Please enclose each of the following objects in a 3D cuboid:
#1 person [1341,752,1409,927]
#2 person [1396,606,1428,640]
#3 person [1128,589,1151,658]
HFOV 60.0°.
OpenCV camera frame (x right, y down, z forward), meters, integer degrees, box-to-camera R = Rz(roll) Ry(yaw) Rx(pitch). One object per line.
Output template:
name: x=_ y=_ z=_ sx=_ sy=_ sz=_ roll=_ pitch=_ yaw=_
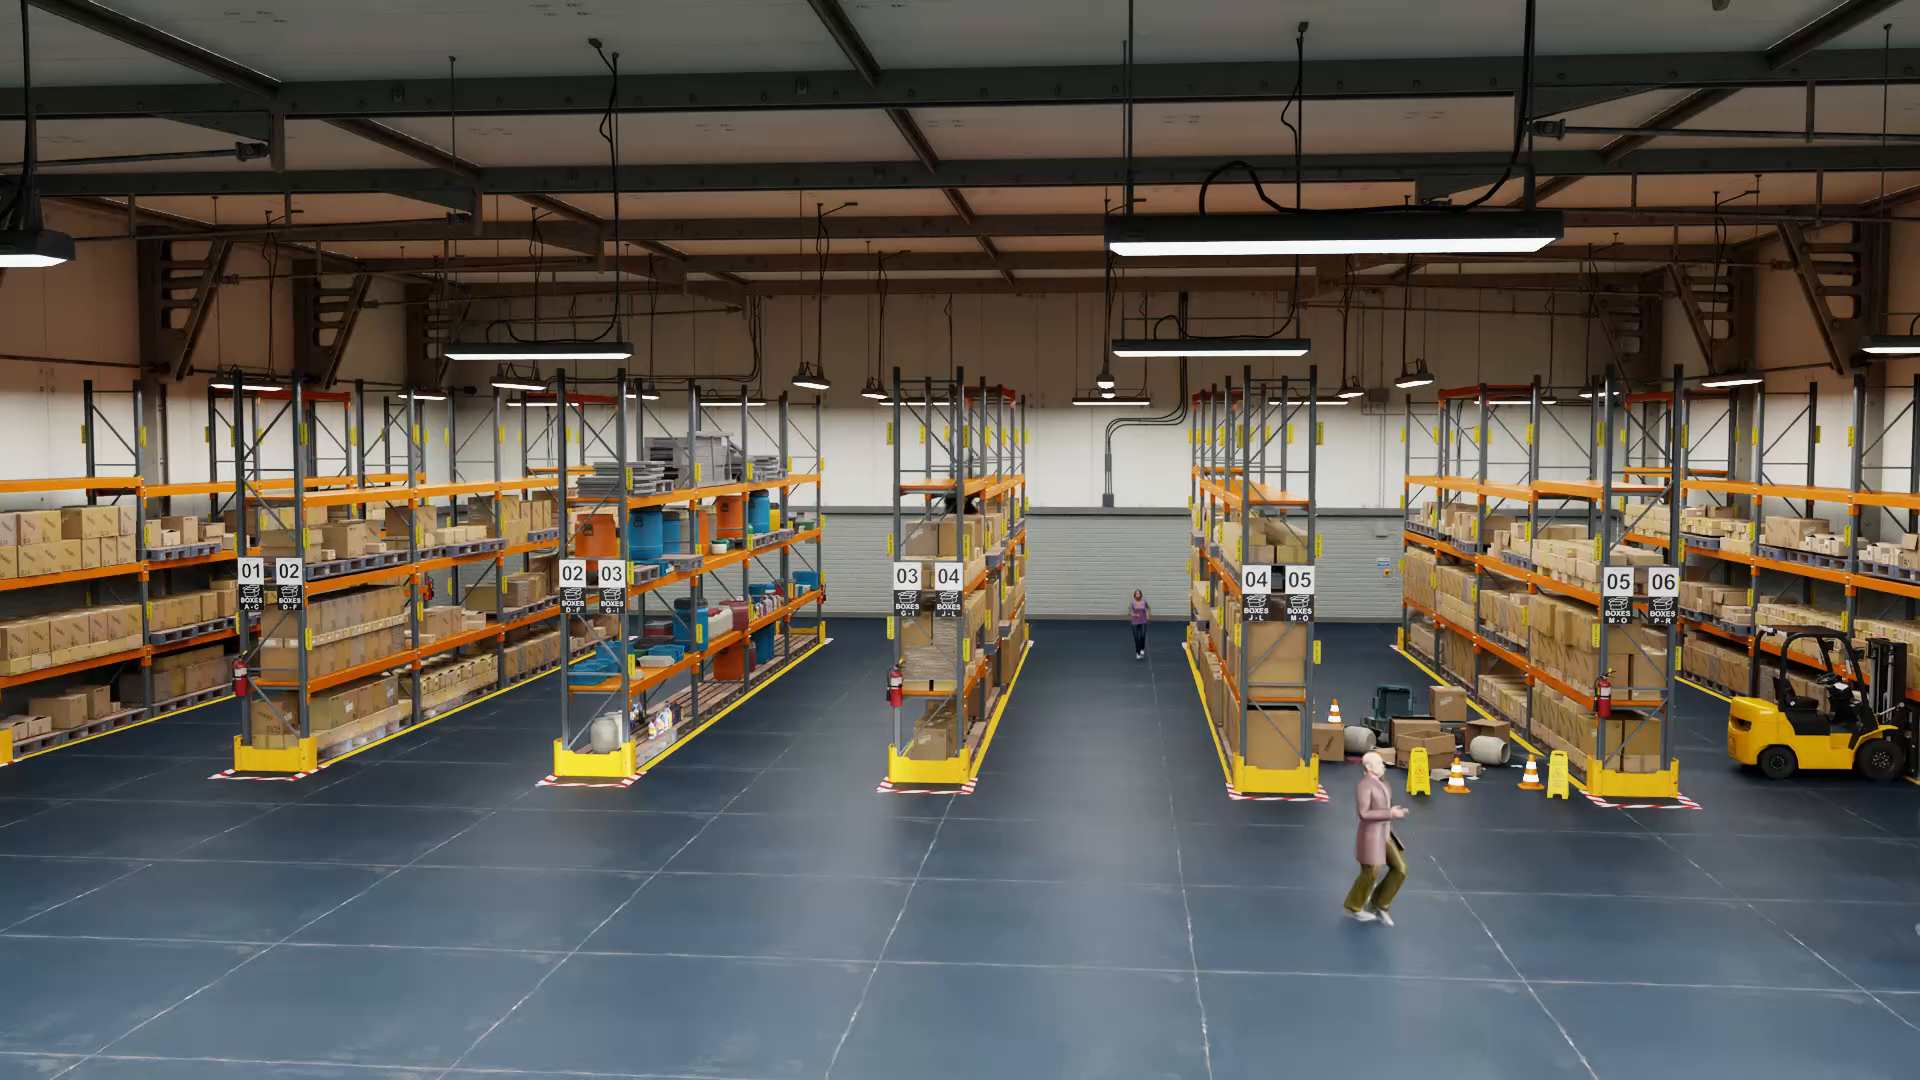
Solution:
person: x=4.265 y=3.070 z=16.966 sx=0.754 sy=1.814 sz=0.688 roll=3 pitch=5 yaw=40
person: x=11.035 y=1.615 z=40.364 sx=0.904 sy=1.718 sz=0.763 roll=2 pitch=4 yaw=26
person: x=4.022 y=1.888 z=37.317 sx=0.506 sy=1.561 sz=0.611 roll=0 pitch=4 yaw=7
